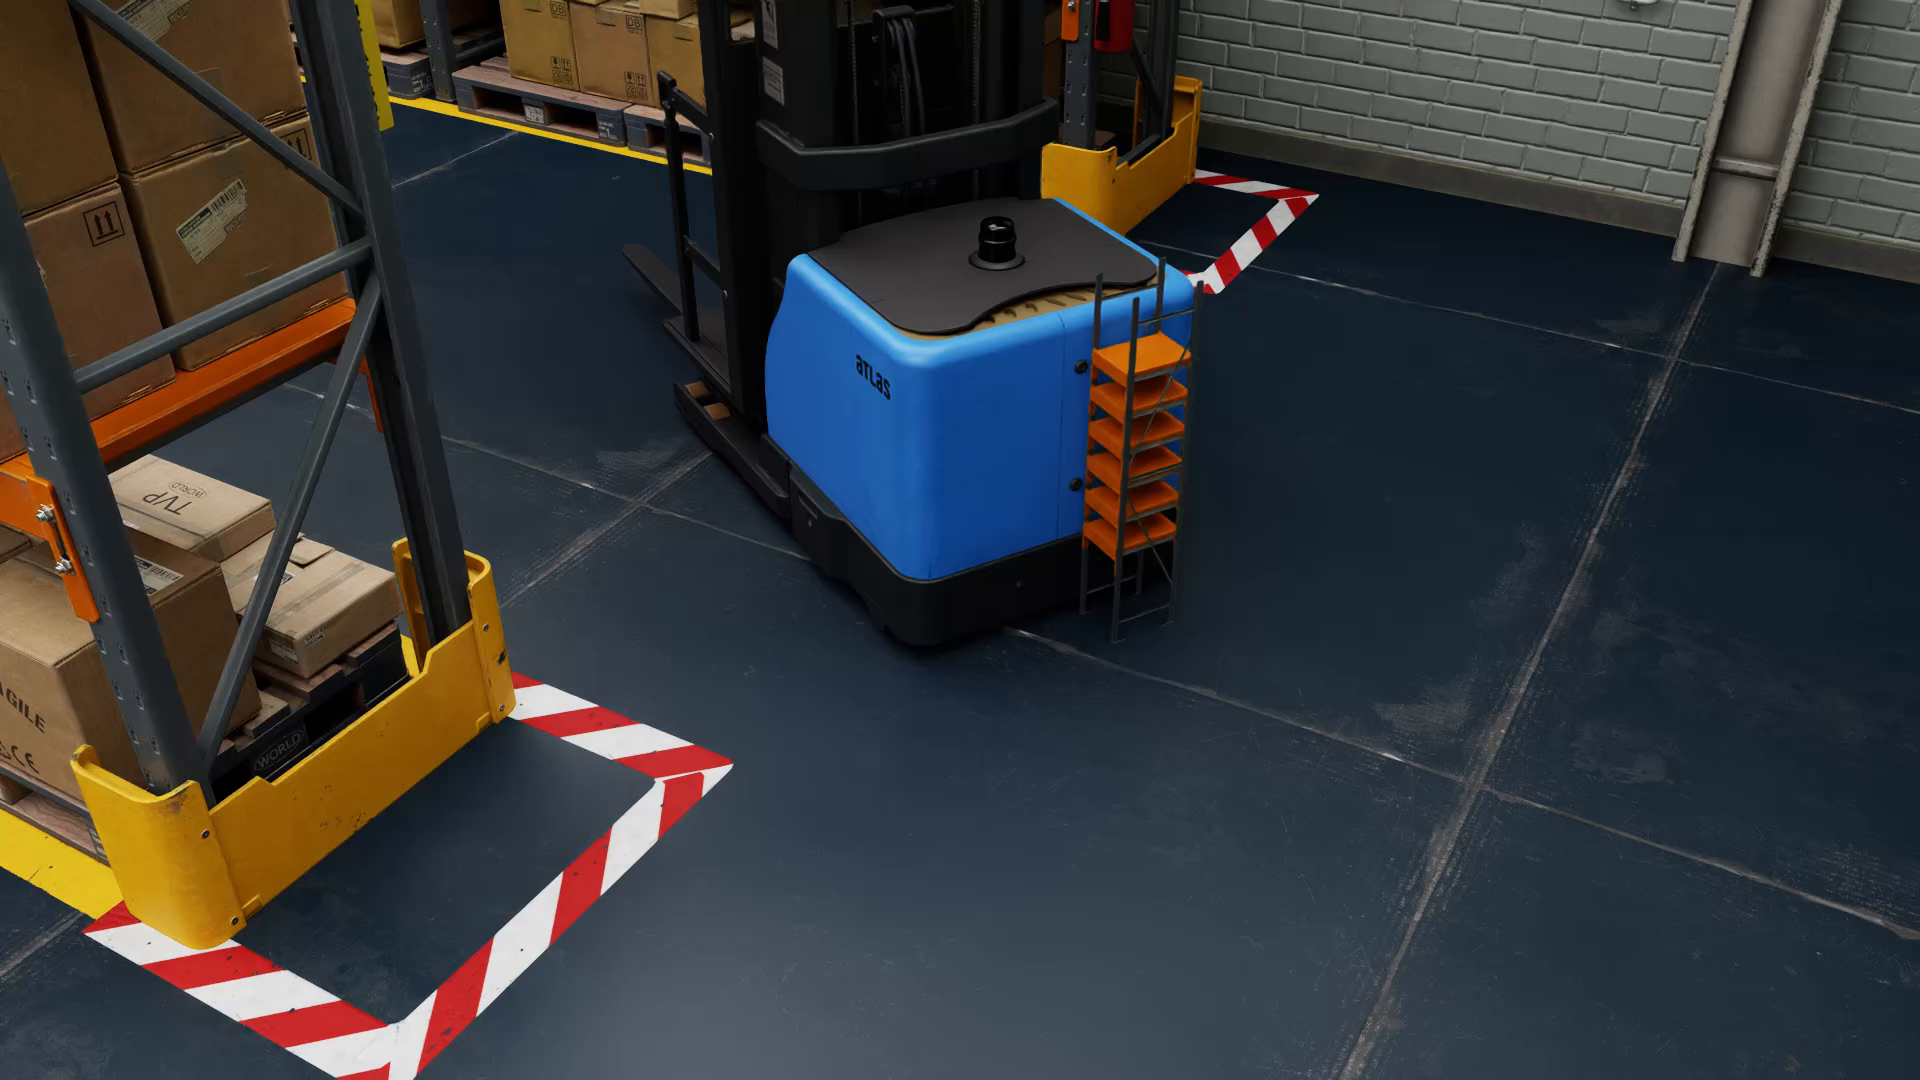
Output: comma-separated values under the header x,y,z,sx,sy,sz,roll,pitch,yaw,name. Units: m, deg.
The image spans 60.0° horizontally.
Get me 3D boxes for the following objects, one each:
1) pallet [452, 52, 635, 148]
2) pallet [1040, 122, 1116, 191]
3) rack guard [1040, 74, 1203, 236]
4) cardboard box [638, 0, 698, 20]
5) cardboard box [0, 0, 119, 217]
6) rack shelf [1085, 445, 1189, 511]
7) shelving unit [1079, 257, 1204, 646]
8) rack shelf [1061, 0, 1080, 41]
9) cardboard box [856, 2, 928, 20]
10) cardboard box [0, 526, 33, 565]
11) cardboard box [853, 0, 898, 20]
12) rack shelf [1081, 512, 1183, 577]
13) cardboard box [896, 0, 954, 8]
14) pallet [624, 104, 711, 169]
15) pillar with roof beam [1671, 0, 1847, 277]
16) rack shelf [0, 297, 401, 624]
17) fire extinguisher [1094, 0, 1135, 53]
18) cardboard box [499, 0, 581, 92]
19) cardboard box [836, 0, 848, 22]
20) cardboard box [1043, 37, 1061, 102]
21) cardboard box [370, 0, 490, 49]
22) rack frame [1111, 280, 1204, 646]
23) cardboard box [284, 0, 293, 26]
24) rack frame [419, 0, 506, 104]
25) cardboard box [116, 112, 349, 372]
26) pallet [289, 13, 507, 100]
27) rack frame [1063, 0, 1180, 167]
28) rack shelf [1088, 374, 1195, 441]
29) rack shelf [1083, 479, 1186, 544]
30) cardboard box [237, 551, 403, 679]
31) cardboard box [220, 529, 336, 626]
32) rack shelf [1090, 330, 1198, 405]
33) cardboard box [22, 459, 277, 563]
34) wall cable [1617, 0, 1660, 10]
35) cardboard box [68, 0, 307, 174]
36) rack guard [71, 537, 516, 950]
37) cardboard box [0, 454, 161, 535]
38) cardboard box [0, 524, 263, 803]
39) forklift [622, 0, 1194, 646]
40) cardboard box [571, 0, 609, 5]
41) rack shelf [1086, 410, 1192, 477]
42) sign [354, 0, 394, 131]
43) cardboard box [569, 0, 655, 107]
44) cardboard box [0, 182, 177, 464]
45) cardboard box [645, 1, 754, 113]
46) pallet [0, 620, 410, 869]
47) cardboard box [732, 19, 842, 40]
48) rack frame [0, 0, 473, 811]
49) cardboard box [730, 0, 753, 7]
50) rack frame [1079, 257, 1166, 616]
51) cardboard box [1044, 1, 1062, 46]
x,y,z,sx,sy,sz,roll,pitch,yaw,name
-2.082,-2.586,9.443,1.213,0.211,1.003,18,37,24,pallet
0.036,-1.915,8.435,1.213,0.211,1.003,18,37,24,pallet
0.790,-1.846,8.071,0.348,0.500,1.175,18,37,24,rack guard
-1.445,-2.817,8.565,0.250,0.149,0.380,16,37,23,cardboard box
-2.208,-0.956,3.487,0.500,0.500,0.500,17,37,24,cardboard box
0.536,-0.206,5.058,0.258,0.103,0.180,-18,37,-24,rack shelf
0.536,-0.243,5.033,0.258,1.200,0.189,-18,37,-24,shelving unit
-0.967,-3.144,8.414,4.000,0.370,1.077,18,37,24,rack shelf
-0.312,-2.459,8.028,0.250,0.149,0.380,19,38,26,cardboard box
-3.089,0.146,4.908,0.500,0.250,0.500,18,37,24,cardboard box
-0.337,-2.712,8.407,0.250,0.149,0.380,18,38,25,cardboard box
0.536,-0.007,5.191,0.258,0.103,0.180,-18,37,-24,rack shelf
-0.120,-2.643,8.303,0.250,0.149,0.380,18,38,25,cardboard box
-1.019,-2.251,8.940,1.213,0.211,1.003,18,37,24,pallet
1.407,-2.992,2.125,0.400,9.000,9.100,18,37,24,pillar with roof beam
-3.422,-0.759,4.832,4.000,0.370,1.077,18,37,24,rack shelf
0.671,-2.442,7.117,0.183,0.674,0.296,18,37,24,fire extinguisher
-2.105,-2.873,9.234,0.500,0.500,0.700,18,38,25,cardboard box
-0.559,-2.781,8.512,0.250,0.149,0.380,18,38,25,cardboard box
0.112,-2.172,8.182,0.500,0.500,0.700,18,37,24,cardboard box
-3.332,-3.389,9.694,0.750,0.750,0.750,18,38,25,cardboard box
0.582,-0.199,4.967,0.240,1.200,0.006,-18,37,-24,rack frame
-4.106,-3.632,10.059,0.750,0.750,0.750,19,38,26,cardboard box
-2.703,-3.993,9.040,0.127,3.000,1.000,18,37,24,rack frame
-1.940,-0.799,4.153,0.500,0.500,0.500,18,38,25,cardboard box
-3.411,-3.009,10.077,1.213,0.211,1.003,18,37,24,pallet
0.769,-2.893,7.388,0.127,3.000,1.000,18,37,24,rack frame
0.536,-0.406,4.925,0.258,0.103,0.180,-18,37,-24,rack shelf
0.536,-0.107,5.124,0.258,0.103,0.180,-18,37,-24,rack shelf
-1.878,0.215,4.897,0.250,0.149,0.380,18,37,24,cardboard box
-2.095,0.139,4.995,0.250,0.166,0.380,18,37,24,cardboard box
0.536,-0.506,4.858,0.258,0.103,0.180,-18,37,-24,rack shelf
-2.451,0.029,5.083,0.500,0.250,0.500,18,37,24,cardboard box
2.350,-3.419,7.262,1.851,1.984,0.084,18,37,24,wall cable
-1.940,-1.215,3.876,0.500,0.500,0.500,19,38,26,cardboard box
-1.751,0.511,4.531,0.348,0.500,1.175,18,37,24,rack guard
-2.885,-0.108,5.290,0.500,0.250,0.500,18,37,24,cardboard box
-2.280,0.318,4.425,0.500,0.500,0.500,18,37,24,cardboard box
-0.441,-1.684,5.634,1.130,2.935,3.031,-18,37,-24,forklift
-1.898,-2.961,8.781,0.250,0.149,0.380,19,38,26,cardboard box
0.536,-0.306,4.991,0.258,0.103,0.180,-18,37,-24,rack shelf
-1.416,-1.130,3.959,0.005,0.325,0.100,18,37,24,sign
-1.671,-2.733,9.024,0.500,0.500,0.700,17,37,24,cardboard box
-2.209,-0.542,3.768,0.500,0.500,0.500,19,38,26,cardboard box
-1.226,-2.591,8.810,0.500,0.500,0.700,18,38,25,cardboard box
-2.444,0.413,4.940,1.213,0.211,1.003,18,37,24,pallet
-0.759,-2.447,8.595,0.500,0.500,0.700,16,37,23,cardboard box
-1.685,-0.508,3.807,0.127,3.000,1.000,18,37,24,rack frame
-1.001,-2.921,8.722,0.250,0.149,0.380,17,37,24,cardboard box
0.491,-0.288,5.099,0.240,1.200,0.006,-18,37,-24,rack frame
0.320,-2.504,8.095,0.250,0.149,0.380,18,38,25,cardboard box
